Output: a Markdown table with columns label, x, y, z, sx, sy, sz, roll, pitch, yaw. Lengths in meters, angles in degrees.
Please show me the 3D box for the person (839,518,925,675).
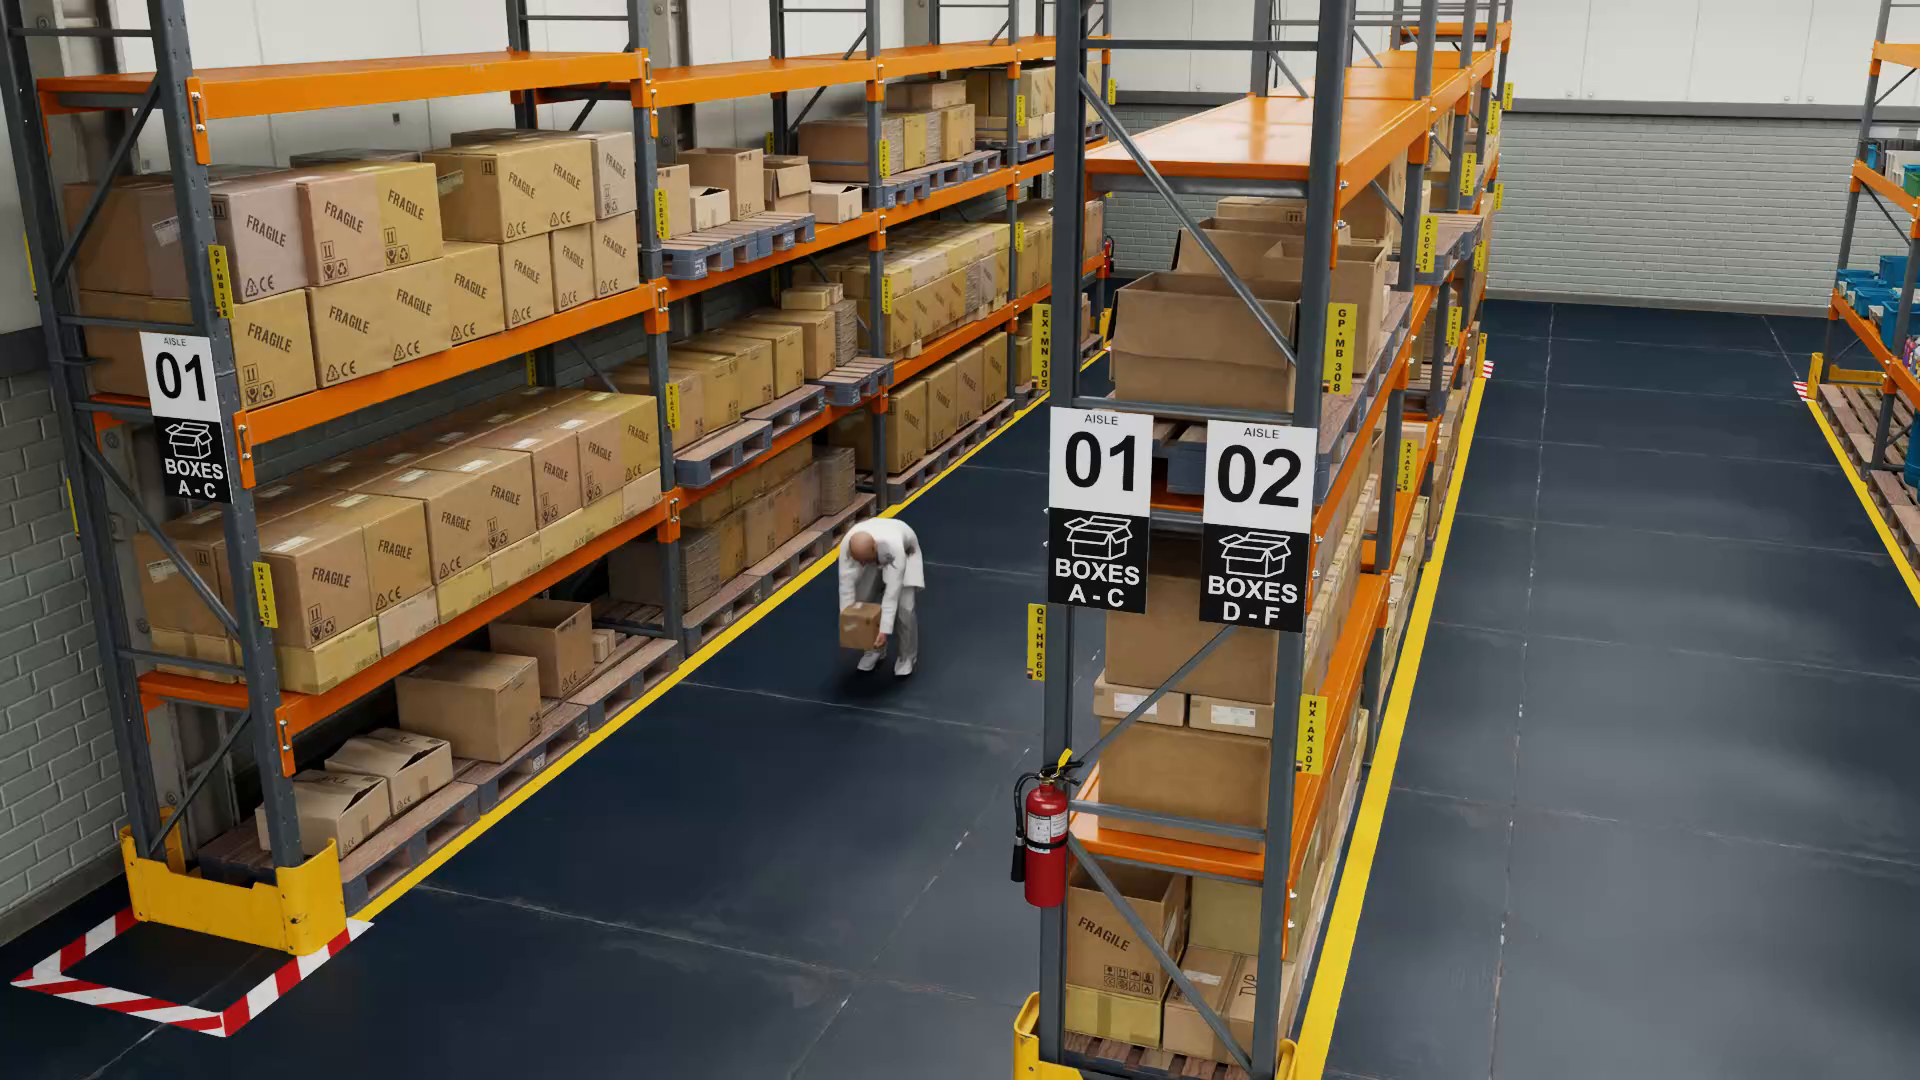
| label | x | y | z | sx | sy | sz | roll | pitch | yaw |
| --- | --- | --- | --- | --- | --- | --- | --- | --- | --- |
| person | -0.578 | 0.405 | 11.770 | 0.578 | 1.207 | 0.927 | 5 | 19 | 16 |
